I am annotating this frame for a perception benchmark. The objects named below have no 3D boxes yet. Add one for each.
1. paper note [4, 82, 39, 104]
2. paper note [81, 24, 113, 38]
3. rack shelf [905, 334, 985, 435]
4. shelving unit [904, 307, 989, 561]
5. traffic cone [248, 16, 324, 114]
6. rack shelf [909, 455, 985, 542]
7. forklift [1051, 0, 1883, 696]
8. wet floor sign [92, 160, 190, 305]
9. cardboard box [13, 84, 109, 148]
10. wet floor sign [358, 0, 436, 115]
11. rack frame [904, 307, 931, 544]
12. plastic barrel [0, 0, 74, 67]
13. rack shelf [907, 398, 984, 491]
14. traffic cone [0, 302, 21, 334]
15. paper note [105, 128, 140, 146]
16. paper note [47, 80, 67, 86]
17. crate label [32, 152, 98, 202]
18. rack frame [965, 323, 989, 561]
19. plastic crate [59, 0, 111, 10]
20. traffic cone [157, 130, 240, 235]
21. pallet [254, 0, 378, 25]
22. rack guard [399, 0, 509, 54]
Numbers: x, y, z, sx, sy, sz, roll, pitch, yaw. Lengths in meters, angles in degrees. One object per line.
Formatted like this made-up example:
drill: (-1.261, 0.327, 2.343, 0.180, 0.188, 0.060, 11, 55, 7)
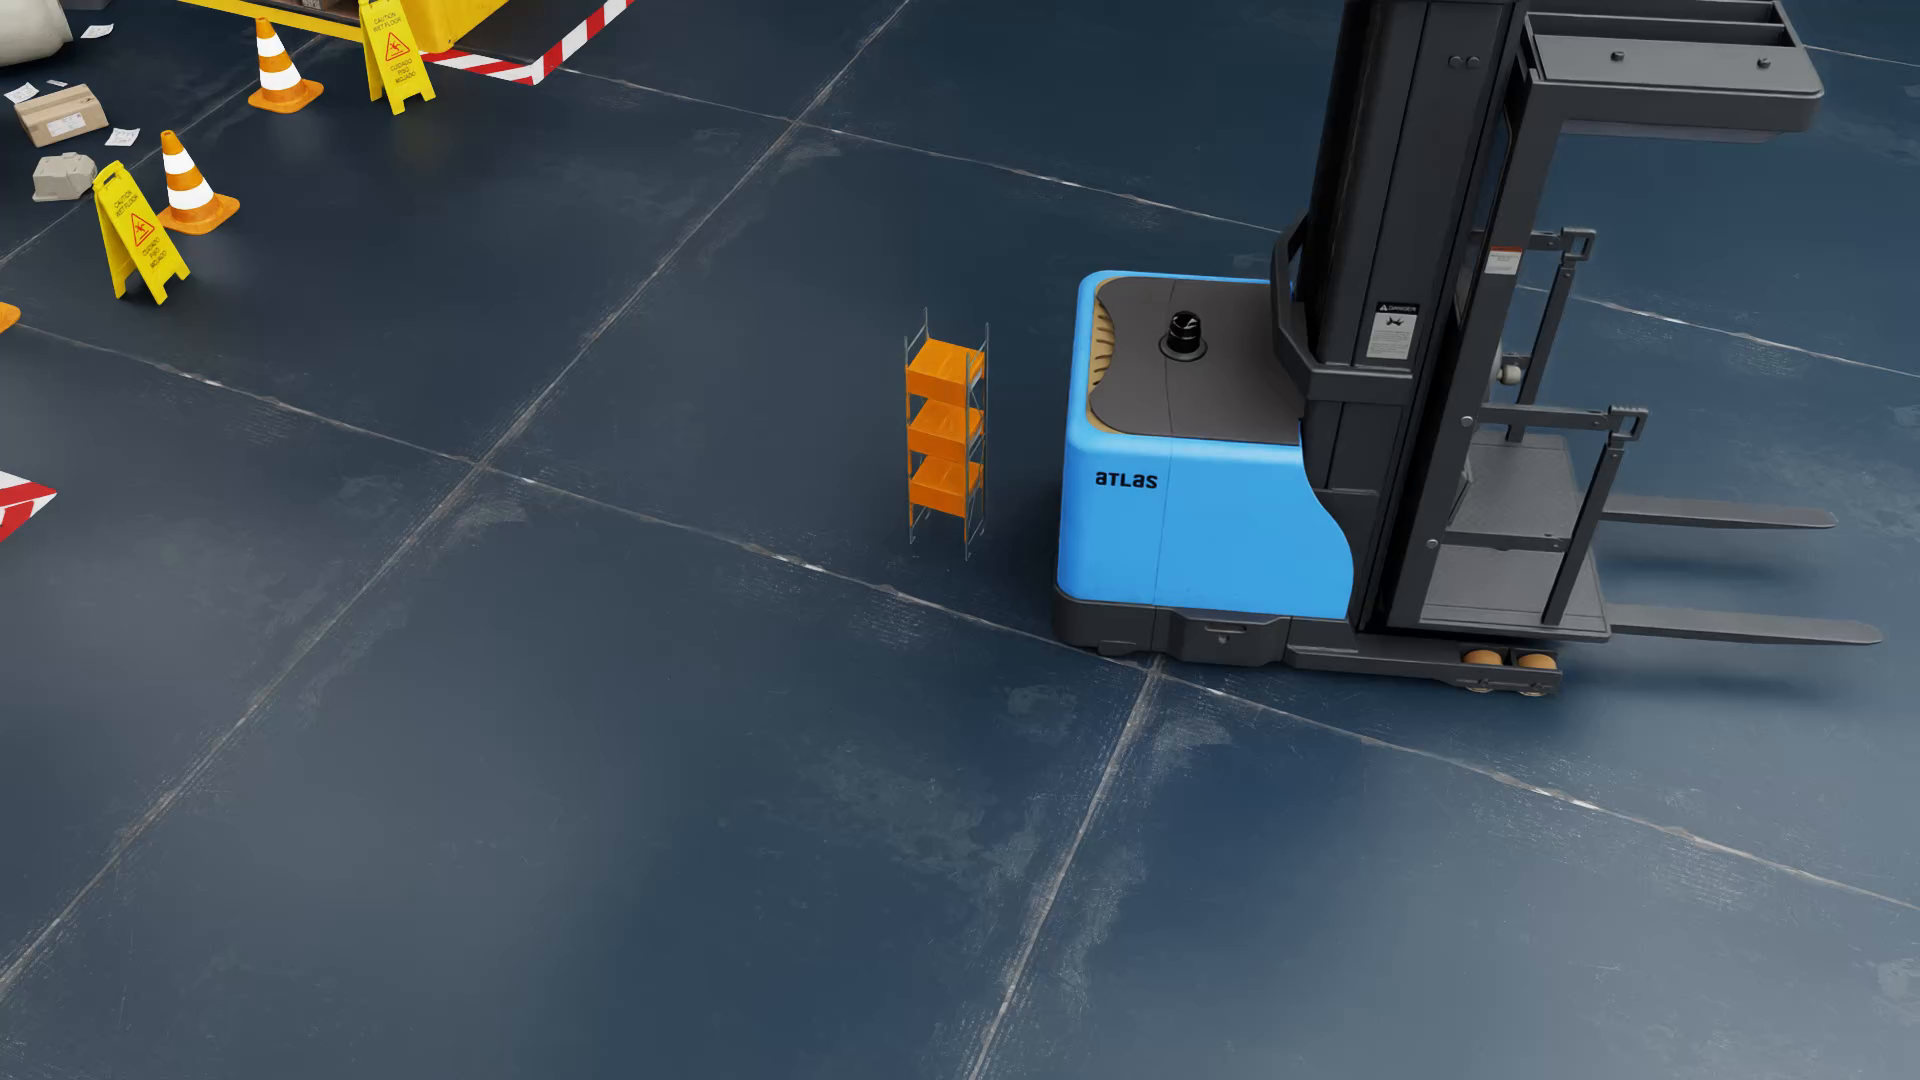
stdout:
paper note: (-5.209, -2.485, 9.234, 0.142, 0.019, 0.148, 33, 54, 29)
paper note: (-5.044, -2.980, 9.723, 0.148, 0.019, 0.142, 2, 45, 2)
rack shelf: (-0.049, -0.580, 6.202, 0.240, 0.259, 0.215, 16, 47, 16)
shelving unit: (-0.049, -0.387, 6.394, 0.252, 1.050, 0.215, 16, 47, 16)
traffic cone: (-3.737, -2.630, 9.065, 0.334, 0.463, 0.336, 16, 47, 16)
rack shelf: (-0.049, -0.182, 6.598, 0.240, 0.259, 0.215, 16, 47, 16)
forklift: (1.897, -0.857, 5.533, 3.031, 2.935, 1.130, 4, 45, 4)
wet floor sign: (-3.867, -1.449, 7.748, 0.232, 0.644, 0.267, 9, 46, 9)
cardboard box: (-4.830, -2.282, 8.938, 0.380, 0.149, 0.250, -28, 51, -25)
wet floor sign: (-3.080, -2.669, 8.975, 0.232, 0.644, 0.267, 33, 54, 29)
rack frame: (-0.162, -0.420, 6.428, 0.008, 1.050, 0.200, 16, 47, 16)
plastic barrel: (-5.333, -2.914, 9.379, 0.512, 0.421, 0.421, -20, 48, -19)
rack shelf: (-0.049, -0.379, 6.402, 0.240, 0.259, 0.215, 16, 47, 16)
traffic cone: (-4.600, -1.171, 7.599, 0.334, 0.463, 0.336, 16, 47, 16)
paper note: (-4.482, -2.160, 8.900, 0.142, 0.019, 0.148, 2, 45, 2)
paper note: (-5.059, -2.560, 9.316, 0.123, 0.001, 0.032, 16, 47, 16)
crate label: (-4.600, -1.872, 8.535, 0.298, 0.136, 0.250, -5, 45, -5)
rack frame: (0.063, -0.354, 6.361, 0.008, 1.050, 0.200, 16, 47, 16)
plastic crate: (-5.402, -3.343, 10.053, 0.583, 0.080, 0.402, 2, 45, 2)
traffic cone: (-3.851, -1.815, 8.246, 0.334, 0.463, 0.336, 16, 47, 16)
pallet: (-3.650, -3.528, 10.146, 1.213, 0.211, 1.003, 16, 47, 16)
rack guard: (-2.914, -3.386, 9.799, 0.348, 0.500, 1.175, 16, 47, 16)
